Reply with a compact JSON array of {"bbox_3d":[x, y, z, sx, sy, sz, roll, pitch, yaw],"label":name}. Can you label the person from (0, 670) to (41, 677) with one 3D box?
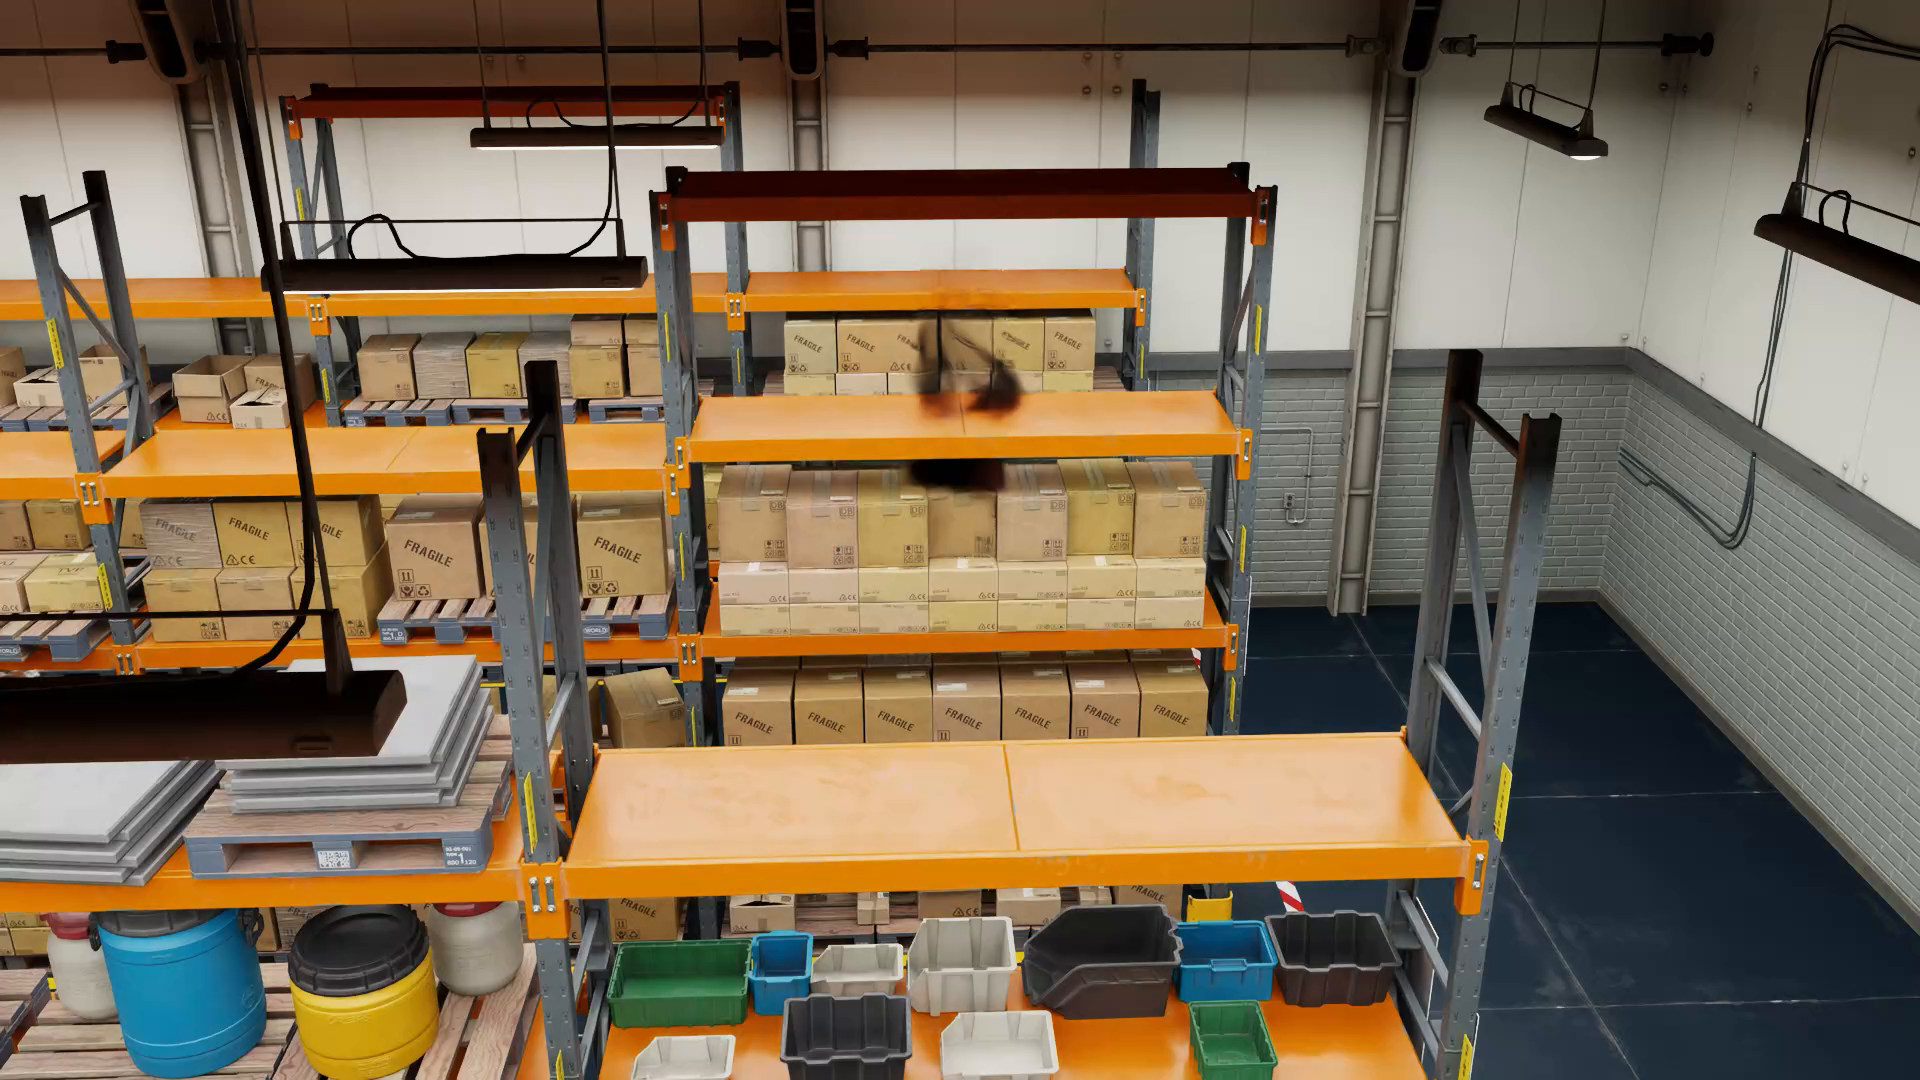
[{"bbox_3d":[-8.549,1.473,15.258,1.076,1.777,0.662,-6,23,-14],"label":"person"}]
